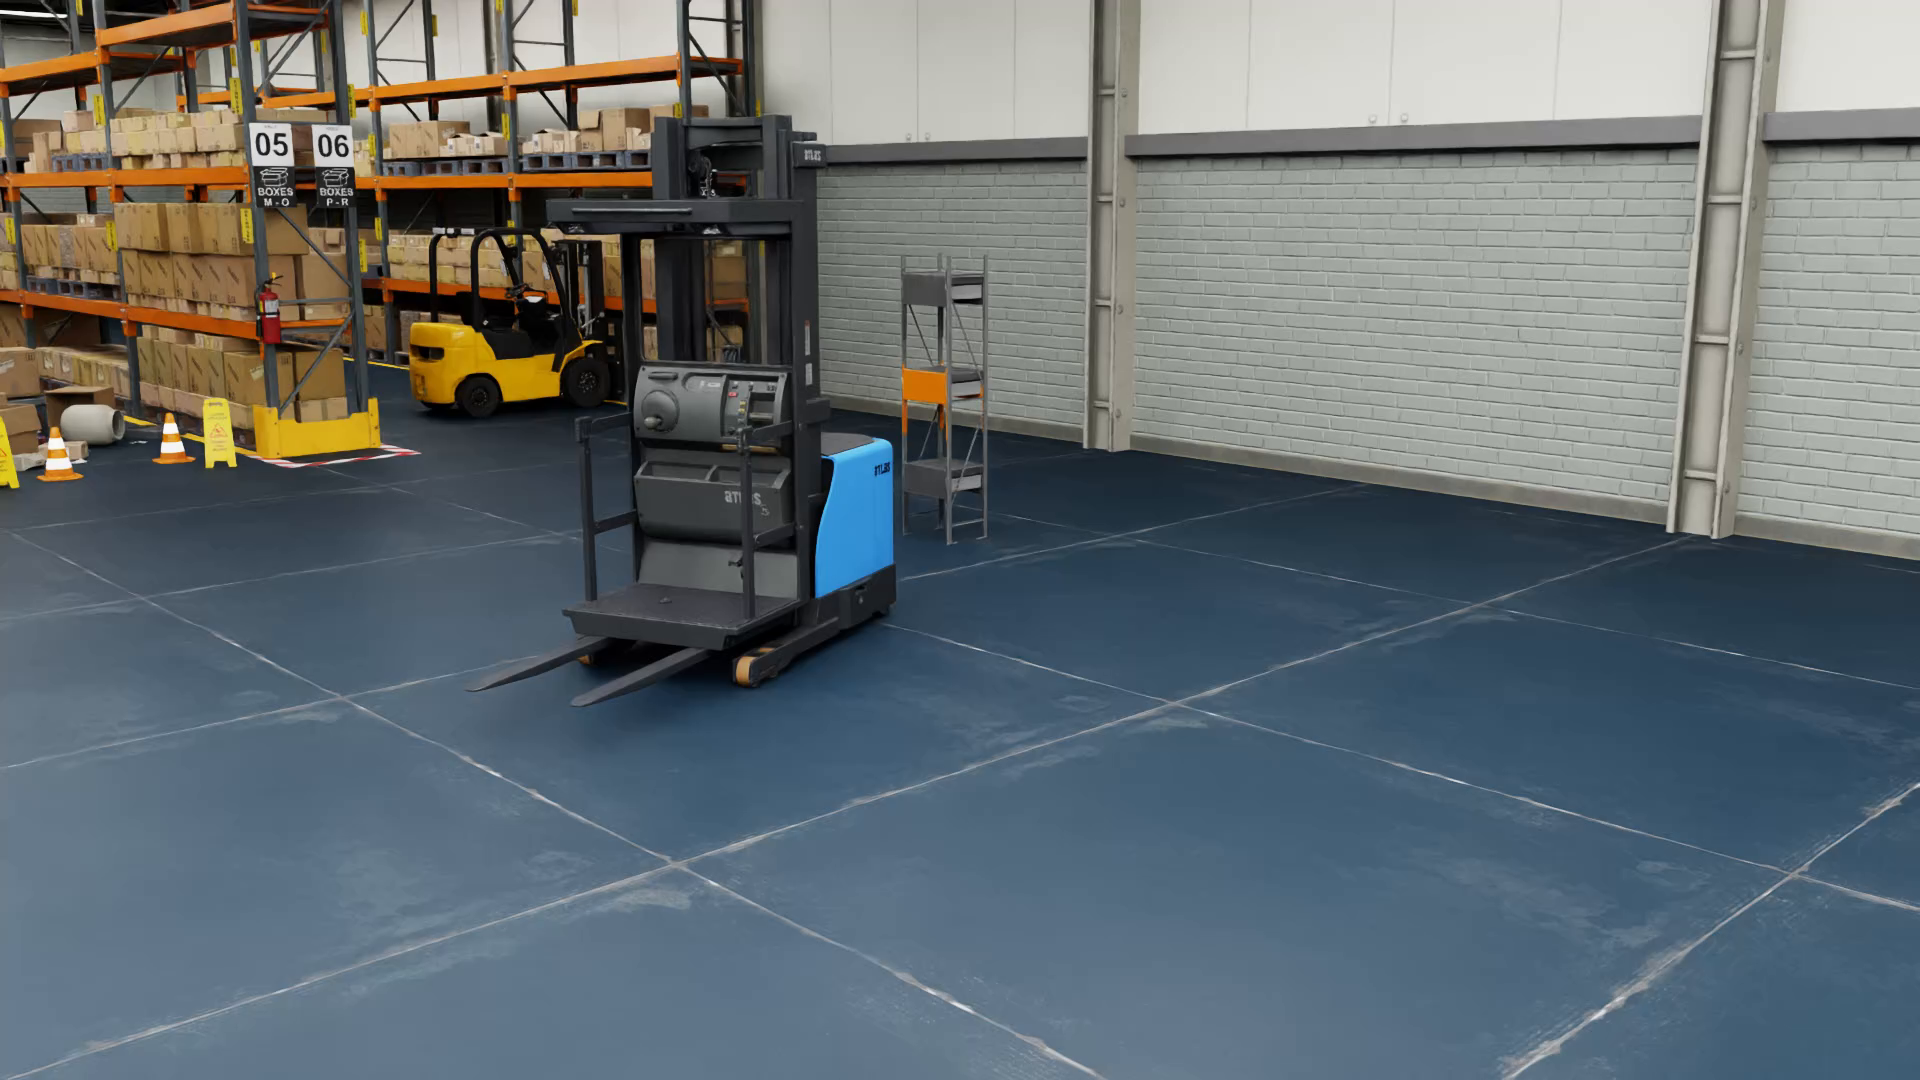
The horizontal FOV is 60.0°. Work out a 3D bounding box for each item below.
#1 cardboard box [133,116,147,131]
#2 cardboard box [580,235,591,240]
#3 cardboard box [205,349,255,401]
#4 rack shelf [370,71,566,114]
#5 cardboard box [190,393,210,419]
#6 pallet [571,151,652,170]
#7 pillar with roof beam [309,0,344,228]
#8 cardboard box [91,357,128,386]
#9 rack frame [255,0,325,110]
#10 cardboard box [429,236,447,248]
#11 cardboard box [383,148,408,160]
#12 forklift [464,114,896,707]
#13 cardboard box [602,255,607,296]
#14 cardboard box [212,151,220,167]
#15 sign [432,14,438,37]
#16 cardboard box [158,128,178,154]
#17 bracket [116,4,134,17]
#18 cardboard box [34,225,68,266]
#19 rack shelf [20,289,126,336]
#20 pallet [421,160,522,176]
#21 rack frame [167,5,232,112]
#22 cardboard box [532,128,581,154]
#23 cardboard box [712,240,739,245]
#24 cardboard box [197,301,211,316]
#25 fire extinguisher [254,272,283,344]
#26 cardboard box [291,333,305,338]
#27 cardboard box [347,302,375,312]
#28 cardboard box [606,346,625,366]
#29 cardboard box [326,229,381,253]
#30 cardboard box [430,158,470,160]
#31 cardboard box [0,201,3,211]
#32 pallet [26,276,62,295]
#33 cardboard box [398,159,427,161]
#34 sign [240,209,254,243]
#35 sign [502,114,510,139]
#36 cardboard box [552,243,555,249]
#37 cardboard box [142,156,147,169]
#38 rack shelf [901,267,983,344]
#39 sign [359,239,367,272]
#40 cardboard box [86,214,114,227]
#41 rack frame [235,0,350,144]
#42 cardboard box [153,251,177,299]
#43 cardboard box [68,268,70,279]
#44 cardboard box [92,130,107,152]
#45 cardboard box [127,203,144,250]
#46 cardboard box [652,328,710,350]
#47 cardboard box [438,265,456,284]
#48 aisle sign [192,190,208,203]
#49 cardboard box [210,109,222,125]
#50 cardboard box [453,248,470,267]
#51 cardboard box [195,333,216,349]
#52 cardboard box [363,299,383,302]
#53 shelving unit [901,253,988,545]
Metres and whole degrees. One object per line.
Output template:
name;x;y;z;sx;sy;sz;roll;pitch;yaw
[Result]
cardboard box;-8.645;-4.469;17.884;0.380;0.149;0.250;-11;16;-43
cardboard box;-4.625;-3.880;21.217;0.380;0.149;0.250;-11;16;-43
cardboard box;-7.507;-1.739;17.332;0.500;0.500;0.500;-10;15;-40
rack shelf;-6.959;-6.314;23.532;1.077;0.370;4.000;-11;16;-43
cardboard box;-7.873;-1.448;17.779;0.500;0.250;0.500;11;16;43
pallet;-4.131;-4.759;20.863;1.003;0.211;1.213;-11;16;-43
pillar with roof beam;-14.045;-7.365;25.860;9.100;9.000;0.400;-11;16;-43
cardboard box;-10.028;-2.039;20.347;0.950;0.372;0.625;-10;15;-39
rack frame;-11.102;-7.738;27.669;1.000;3.000;0.127;-11;16;-43
cardboard box;-7.434;-4.308;24.033;0.380;0.149;0.250;-10;16;-41
cardboard box;-8.319;-5.732;24.657;0.380;0.166;0.250;-11;16;-43
forklift;-1.443;-0.763;8.853;1.130;2.935;3.031;5;13;23
cardboard box;-4.406;-3.356;21.020;0.500;0.500;0.500;-11;16;-42
cardboard box;-7.206;-3.791;16.566;0.380;0.149;0.250;-10;15;-41
sign;-7.941;-7.767;25.103;0.100;0.325;0.005;-11;16;-43
cardboard box;-8.009;-4.157;17.354;0.500;0.250;0.500;-11;16;-42
bracket;-17.255;-10.961;34.392;0.235;0.232;0.430;-11;16;-43
cardboard box;-11.419;-3.751;21.159;0.500;0.500;0.500;-10;15;-40
rack shelf;-10.546;-2.879;20.737;1.077;0.370;4.000;-11;16;-43
pallet;-7.032;-5.343;23.947;1.003;0.211;1.213;-10;15;-40
rack frame;-13.864;-8.322;30.503;1.000;3.000;0.127;-11;16;-43
cardboard box;-5.179;-5.157;21.507;0.500;0.311;0.500;-10;16;-41
cardboard box;-2.893;-3.640;20.051;0.380;0.149;0.250;-11;16;-44
cardboard box;-7.749;-2.435;17.418;0.380;0.149;0.250;-11;16;-43
fire extinguisher;-6.657;-2.237;16.029;0.296;0.674;0.183;-11;16;-43
cardboard box;-10.931;-3.679;27.990;0.500;0.500;0.500;-10;15;-40
cardboard box;-9.547;-3.713;26.547;0.380;0.149;0.250;-11;16;-43
cardboard box;-4.088;-2.327;20.806;0.500;0.250;0.500;-11;16;-44
cardboard box;-9.601;-4.685;26.419;0.637;0.503;0.797;11;16;44
cardboard box;-7.654;-5.796;24.761;0.500;0.250;0.500;-11;16;-43
cardboard box;-14.720;-5.046;25.137;0.380;0.149;0.250;-11;16;-43
pallet;-11.358;-3.341;21.668;1.213;0.211;1.003;-11;16;-43
cardboard box;-8.419;-5.893;25.534;0.380;0.149;0.250;-11;16;-42
sign;-6.818;-3.004;15.904;0.100;0.325;0.005;-11;16;-43
sign;-5.963;-5.432;21.847;0.100;0.325;0.005;-11;16;-43
cardboard box;-5.051;-3.798;21.555;0.380;0.149;0.250;-10;16;-41
cardboard box;-8.736;-4.140;18.259;0.380;0.149;0.250;-11;16;-43
rack shelf;-0.114;-1.725;12.178;0.431;0.518;0.480;-11;16;-43
sign;-6.010;-2.856;16.694;0.100;0.325;0.005;-11;16;-43
cardboard box;-10.132;-3.793;19.753;0.250;0.149;0.380;11;16;43
rack frame;-6.403;-5.294;15.809;1.000;3.000;0.127;-11;16;-43
cardboard box;-8.362;-2.886;18.003;0.500;0.500;0.500;-11;16;-43
cardboard box;-10.889;-3.338;20.760;0.380;0.149;0.250;-10;15;-40
cardboard box;-9.673;-4.606;19.233;0.500;0.250;0.500;-11;16;-44
cardboard box;-8.681;-3.452;18.272;0.700;0.500;0.500;-11;16;-42
cardboard box;-3.359;-2.421;20.024;0.500;0.250;0.500;-10;15;-41
cardboard box;-7.149;-3.819;23.888;0.500;0.250;0.500;-10;15;-41
aisle sign;-14.124;-6.626;30.695;0.394;0.787;0.004;-11;16;-43
cardboard box;-7.189;-4.179;16.473;0.380;0.149;0.250;-11;16;-43
cardboard box;-6.811;-3.989;23.473;0.500;0.250;0.500;-10;16;-41
cardboard box;-7.799;-2.101;17.482;0.380;0.149;0.250;-10;15;-40
cardboard box;-9.562;-3.861;27.266;0.250;0.149;0.380;11;16;43
shelving unit;-0.114;-1.053;12.317;0.431;2.100;0.503;-11;16;-43
